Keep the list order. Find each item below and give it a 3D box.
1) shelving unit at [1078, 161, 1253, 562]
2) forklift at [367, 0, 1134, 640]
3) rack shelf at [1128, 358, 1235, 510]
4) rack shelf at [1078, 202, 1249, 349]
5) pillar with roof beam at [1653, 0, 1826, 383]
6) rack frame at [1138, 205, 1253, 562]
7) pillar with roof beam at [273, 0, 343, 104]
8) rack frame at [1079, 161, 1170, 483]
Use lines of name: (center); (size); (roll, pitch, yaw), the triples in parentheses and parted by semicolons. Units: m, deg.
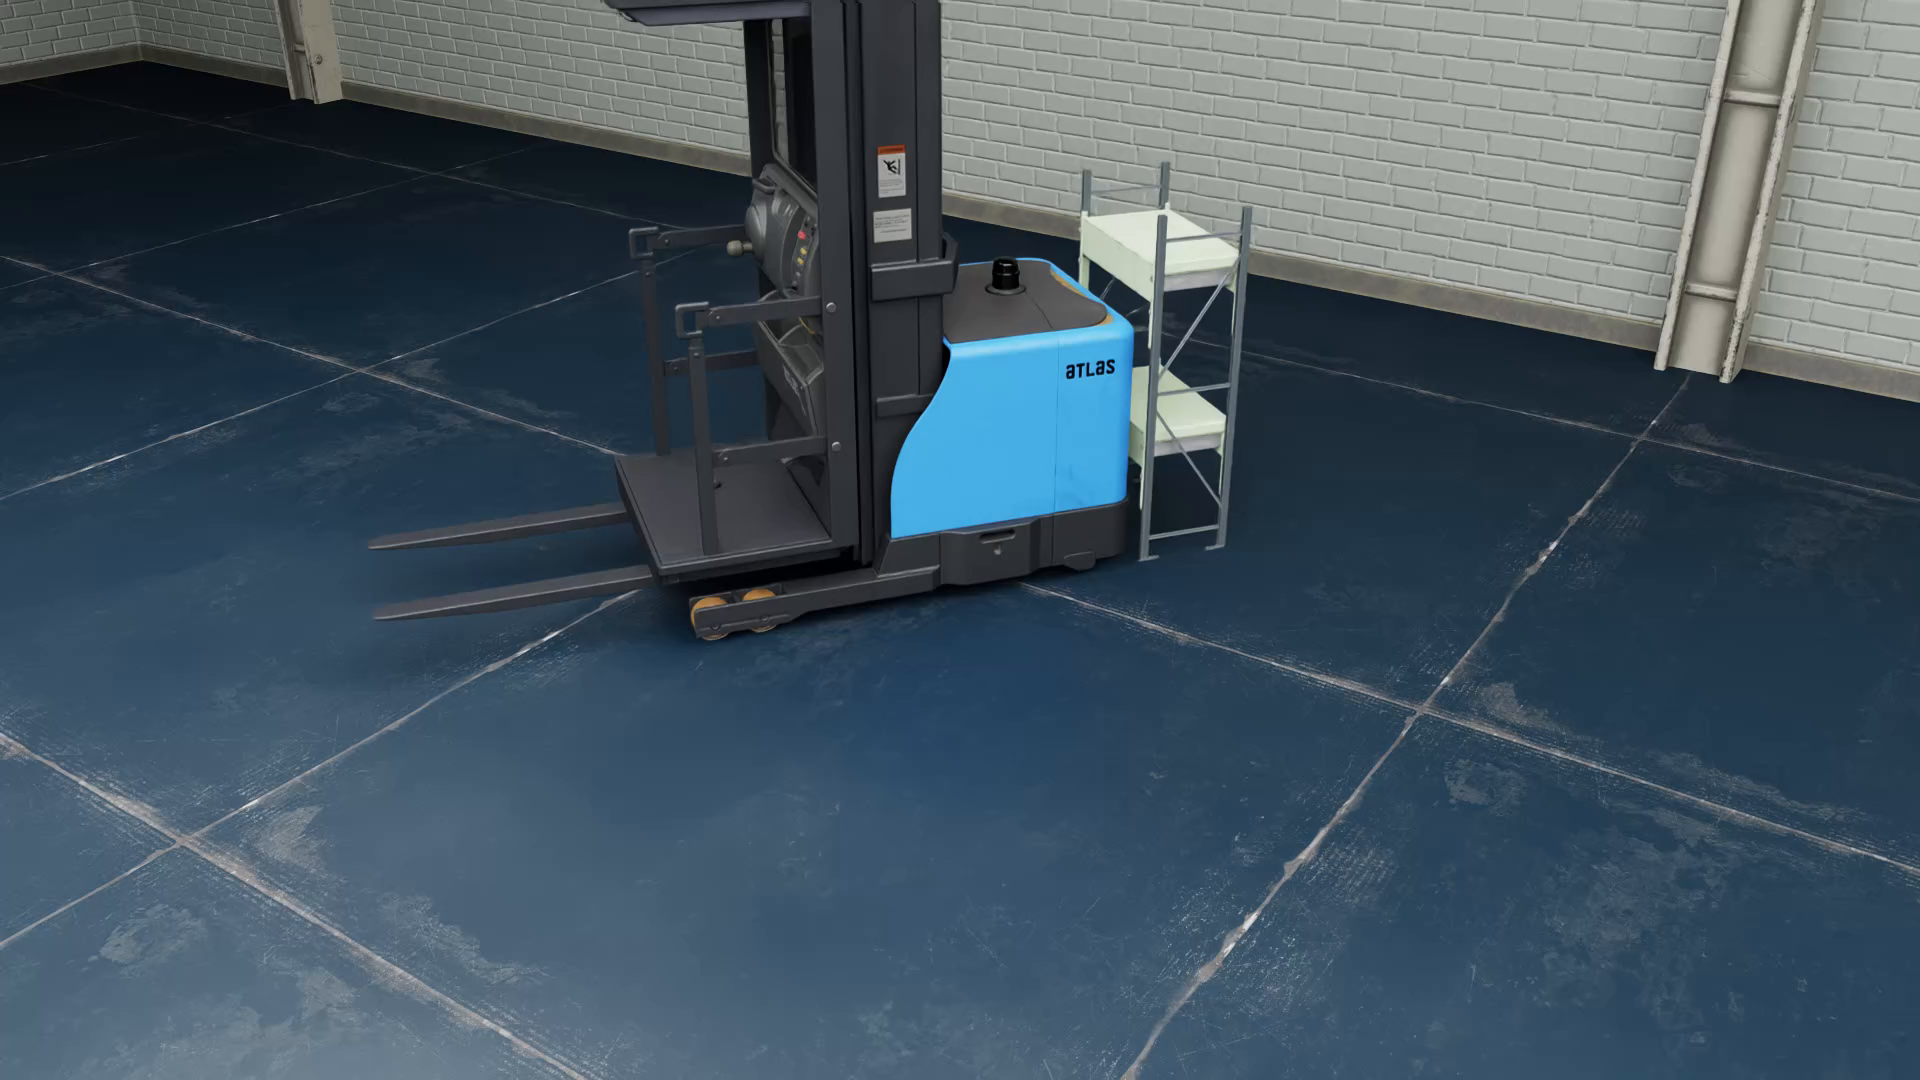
shelving unit: (0.831, -0.767, 7.103); (0.431, 1.500, 0.755); (-9, 28, -17)
forklift: (-0.866, -1.185, 6.347); (3.031, 2.935, 1.130); (-9, 28, -17)
rack shelf: (0.831, -0.476, 7.251); (0.431, 0.370, 0.720); (-9, 28, -17)
rack shelf: (0.831, -1.115, 6.926); (0.431, 0.370, 0.720); (-9, 28, -17)
pillar with roof beam: (1.604, -3.346, 3.903); (0.400, 9.000, 9.100); (17, 32, 30)
rack frame: (0.953, -0.610, 6.795); (0.400, 1.500, 0.023); (-9, 28, -17)
pillar with roof beam: (-8.287, -6.427, 9.958); (0.400, 9.000, 9.100); (17, 32, 30)
rack frame: (0.709, -0.923, 7.411); (0.400, 1.500, 0.023); (-9, 28, -17)
